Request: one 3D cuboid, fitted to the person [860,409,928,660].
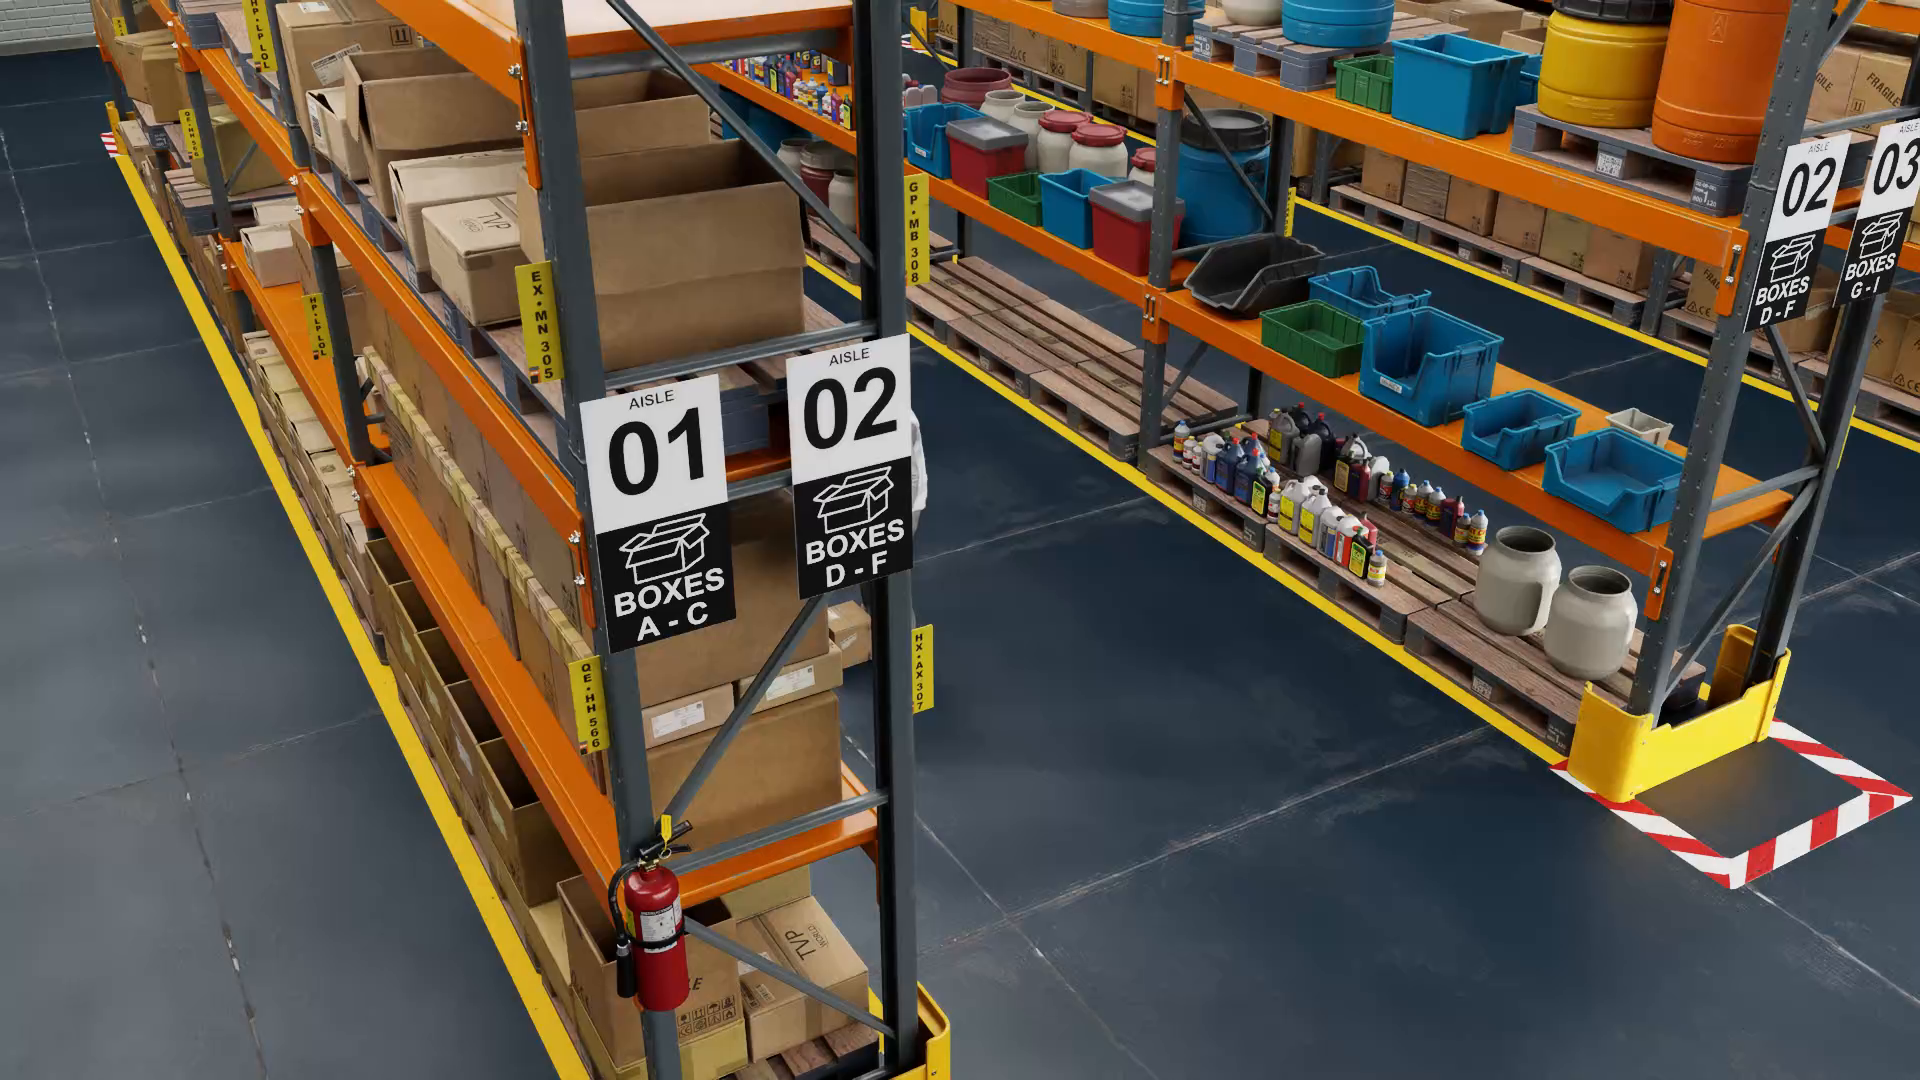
[{"bbox_3d":[-0.420,-0.210,8.921,0.462,1.768,0.580,-16,32,-26],"label":"person"}]
